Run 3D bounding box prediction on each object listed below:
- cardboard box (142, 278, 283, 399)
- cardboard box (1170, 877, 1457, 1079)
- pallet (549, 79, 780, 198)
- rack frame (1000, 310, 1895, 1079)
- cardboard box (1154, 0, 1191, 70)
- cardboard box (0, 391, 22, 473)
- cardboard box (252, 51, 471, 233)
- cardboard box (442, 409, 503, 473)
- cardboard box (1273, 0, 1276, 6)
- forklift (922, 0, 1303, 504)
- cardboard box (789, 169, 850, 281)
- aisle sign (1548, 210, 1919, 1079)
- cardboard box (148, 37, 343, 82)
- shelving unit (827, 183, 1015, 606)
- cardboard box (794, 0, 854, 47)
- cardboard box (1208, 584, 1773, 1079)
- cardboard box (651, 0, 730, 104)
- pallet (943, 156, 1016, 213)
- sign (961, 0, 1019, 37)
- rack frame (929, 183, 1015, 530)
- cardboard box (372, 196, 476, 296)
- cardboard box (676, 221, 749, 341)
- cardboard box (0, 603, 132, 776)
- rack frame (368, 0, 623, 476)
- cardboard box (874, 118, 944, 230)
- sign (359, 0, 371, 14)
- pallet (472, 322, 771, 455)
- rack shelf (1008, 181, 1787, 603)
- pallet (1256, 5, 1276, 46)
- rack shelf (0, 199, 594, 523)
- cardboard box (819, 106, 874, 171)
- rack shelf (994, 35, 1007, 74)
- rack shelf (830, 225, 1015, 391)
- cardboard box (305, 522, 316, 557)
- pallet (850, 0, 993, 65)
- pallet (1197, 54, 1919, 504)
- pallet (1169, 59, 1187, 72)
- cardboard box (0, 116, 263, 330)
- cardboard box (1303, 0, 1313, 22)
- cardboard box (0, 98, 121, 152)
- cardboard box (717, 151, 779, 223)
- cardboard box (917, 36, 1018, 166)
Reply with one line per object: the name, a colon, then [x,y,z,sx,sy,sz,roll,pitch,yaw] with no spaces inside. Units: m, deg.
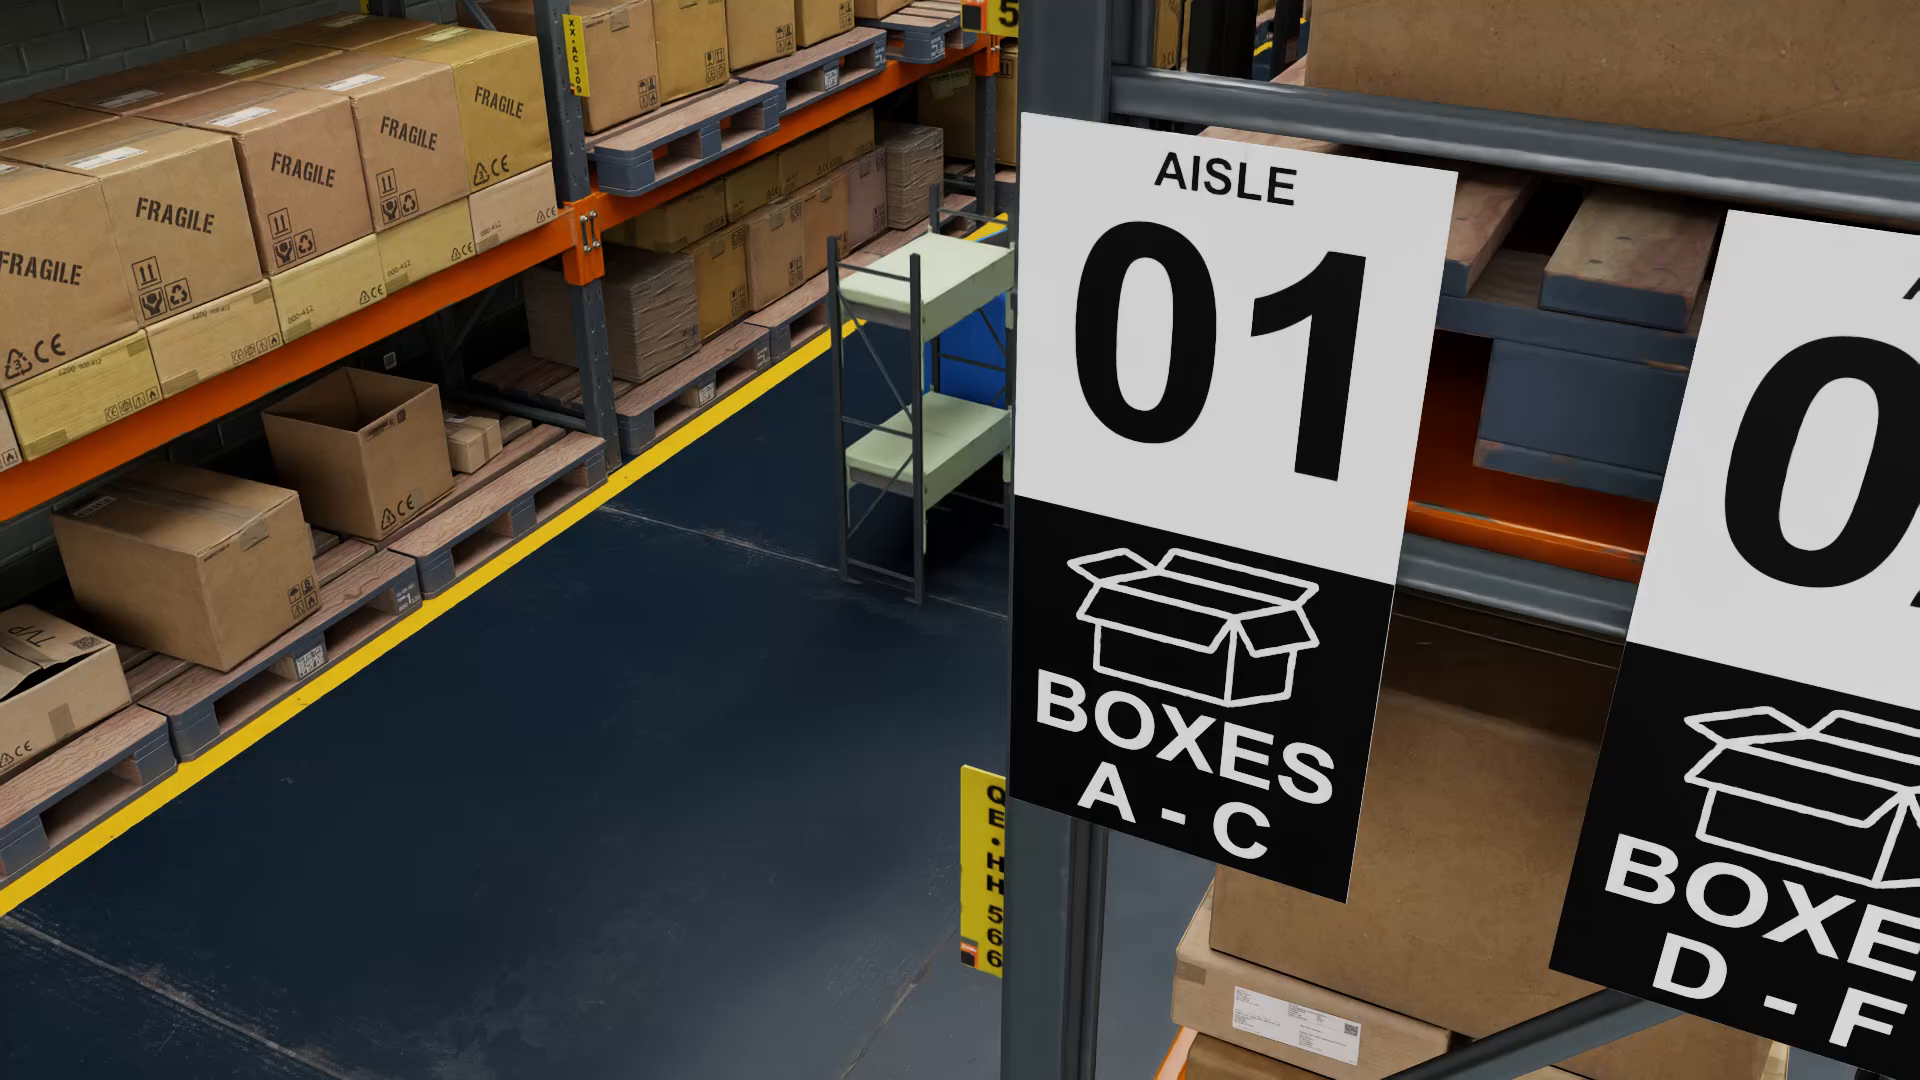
cardboard box: [-2.690,-0.730,5.640,0.500,0.250,0.500,15,33,24]
cardboard box: [0.528,0.624,2.399,0.380,0.149,0.250,14,33,22]
pallet: [-1.588,-1.957,7.838,1.003,0.211,1.213,14,33,23]
rack frame: [0.523,1.161,2.216,1.000,3.000,0.127,14,33,23]
cardboard box: [1.398,-4.213,13.311,0.750,0.750,0.750,15,33,24]
cardboard box: [-3.160,-0.282,4.860,0.500,0.250,0.500,13,32,22]
cardboard box: [-2.228,-1.501,6.228,0.500,0.500,0.500,14,33,23]
cardboard box: [-2.283,-0.452,7.429,0.380,0.166,0.250,10,31,17]
cardboard box: [2.714,-5.374,15.684,0.700,0.500,0.500,13,32,22]
forklift: [1.153,-1.940,7.685,1.130,2.935,3.031,23,37,35]
cardboard box: [-1.065,-1.854,9.535,0.700,0.500,0.500,14,33,23]
aisle sign: [0.766,0.133,1.396,0.394,0.787,0.004,14,33,23]
cardboard box: [-2.705,-1.613,6.425,0.500,0.500,0.500,14,33,23]
shelving unit: [-0.134,-0.592,6.775,0.431,1.500,0.755,16,34,26]
cardboard box: [-0.997,-2.973,8.874,0.700,0.500,0.500,14,33,23]
cardboard box: [0.771,0.328,2.264,0.700,0.500,0.500,14,33,23]
cardboard box: [-1.543,-2.432,7.931,0.700,0.500,0.500,18,34,28]
pallet: [0.182,-2.630,11.619,1.003,0.211,1.213,14,33,23]
sign: [0.047,-0.618,1.493,0.100,0.325,0.005,14,33,23]
rack frame: [0.053,-0.749,7.048,0.400,1.500,0.023,16,34,26]
cardboard box: [-2.246,-1.180,6.423,0.500,0.250,0.500,14,33,23]
cardboard box: [-1.555,-1.411,8.764,0.700,0.500,0.500,14,33,22]
cardboard box: [-3.233,0.475,5.668,0.500,0.311,0.500,17,34,27]
rack frame: [-2.066,-1.734,7.258,1.000,3.000,0.127,14,33,23]
cardboard box: [-0.525,-2.283,10.282,0.700,0.500,0.500,15,33,24]
sign: [-2.562,-2.360,7.186,0.100,0.325,0.005,14,33,23]
pallet: [-1.713,-0.870,8.554,1.003,0.211,1.213,14,33,23]
rack shelf: [1.434,-0.714,3.192,1.077,0.370,4.000,14,33,23]
pallet: [2.549,-4.933,15.629,1.003,0.211,1.213,14,33,23]
rack shelf: [-2.977,-0.535,5.893,1.077,0.370,4.000,14,33,23]
cardboard box: [-0.841,-2.370,9.680,0.500,0.250,0.500,15,33,24]
rack shelf: [0.667,-4.082,12.069,1.077,0.370,4.000,14,33,23]
rack shelf: [-0.134,-0.931,6.581,0.431,0.370,0.720,16,34,26]
cardboard box: [-2.813,0.016,6.631,0.380,0.149,0.250,12,32,19]
pallet: [-0.474,-3.084,9.801,1.213,0.211,1.003,14,33,23]
pallet: [0.868,-0.409,2.026,1.003,0.211,1.213,14,33,23]
pallet: [1.294,-3.712,13.502,1.003,0.211,1.213,14,33,23]
cardboard box: [-2.704,-1.049,5.442,0.500,0.500,0.500,15,33,25]
cardboard box: [0.813,-0.888,2.360,0.500,0.250,0.500,14,33,23]
cardboard box: [-3.164,-1.161,5.637,0.500,0.500,0.500,15,33,24]
cardboard box: [-1.314,-1.924,8.903,0.500,0.250,0.500,13,32,22]
cardboard box: [0.208,-3.053,11.292,0.750,0.750,0.750,14,33,23]
